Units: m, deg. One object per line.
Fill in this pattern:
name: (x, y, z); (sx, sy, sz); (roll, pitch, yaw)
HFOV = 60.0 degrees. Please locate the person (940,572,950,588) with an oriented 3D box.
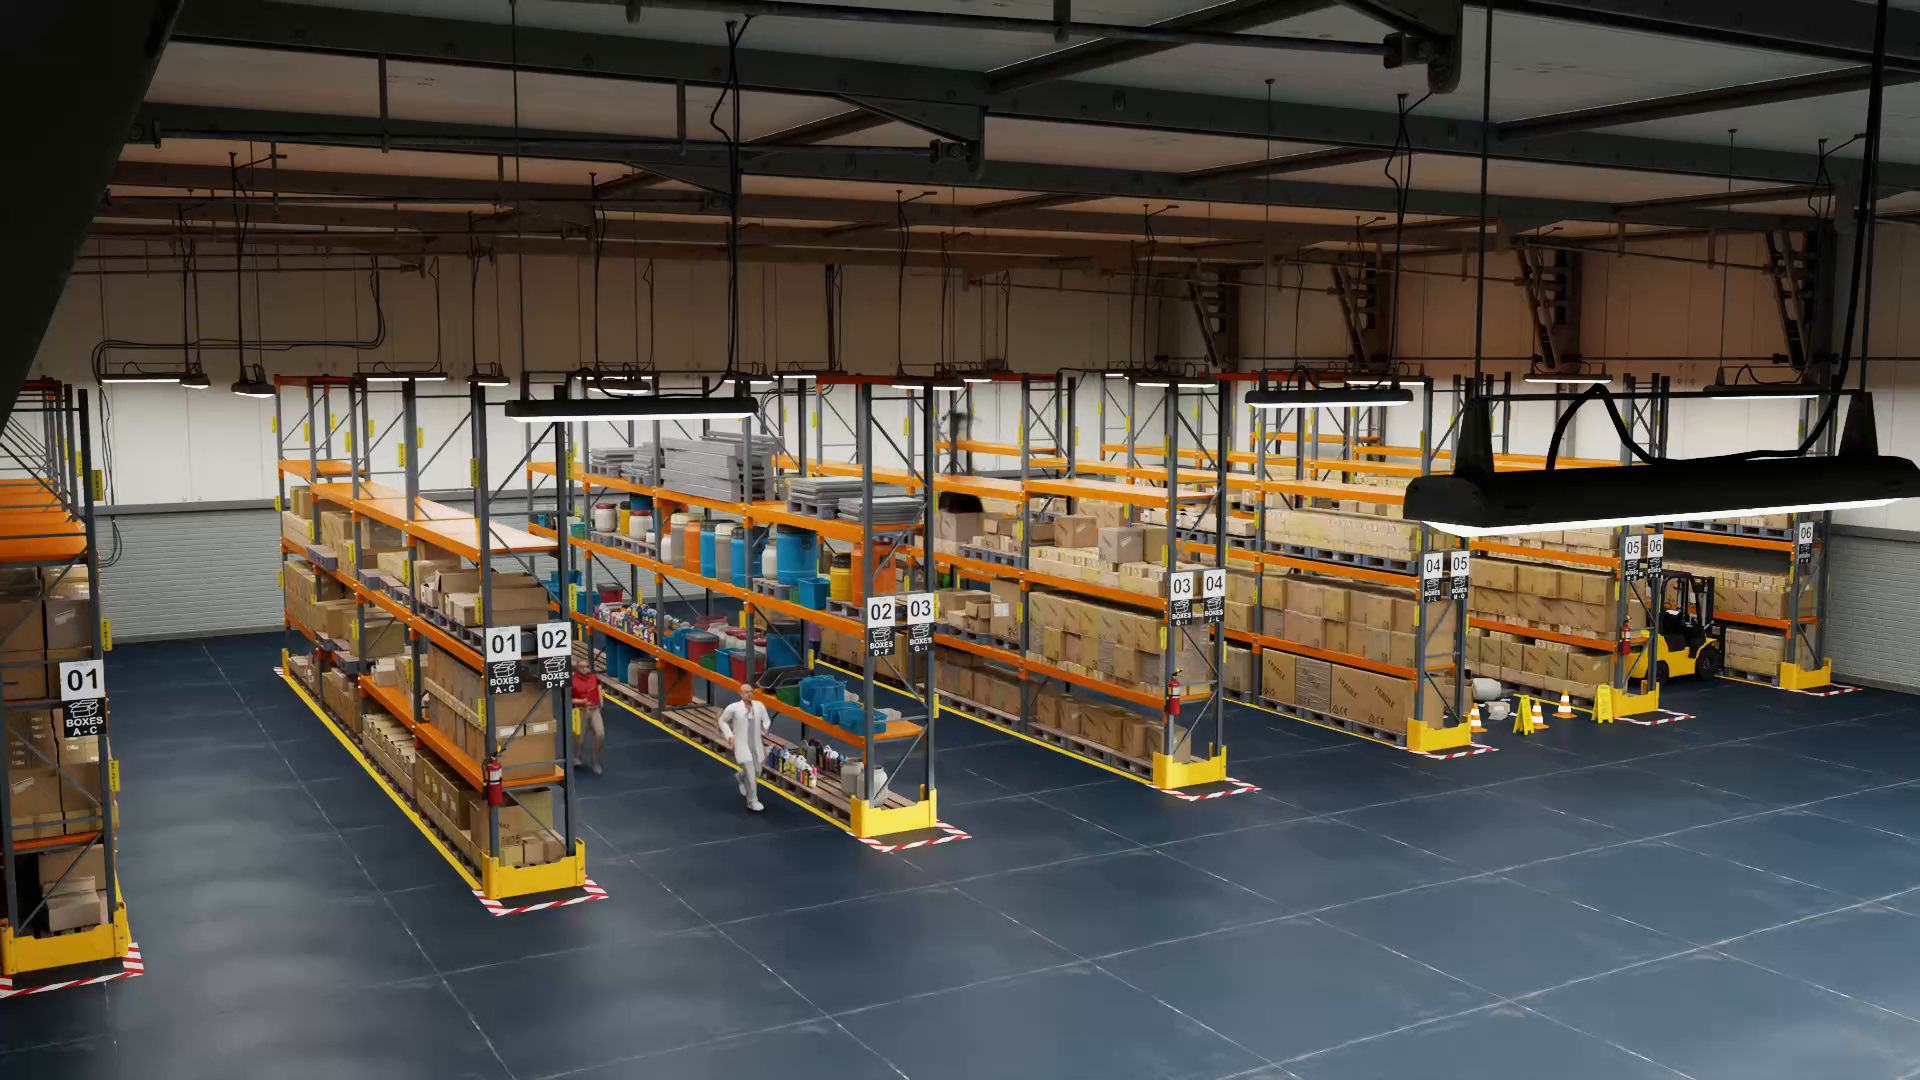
person: (-0.461, 0.777, 42.853); (0.709, 1.726, 0.686); (5, 8, 38)

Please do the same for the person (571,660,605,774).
person: (-5.747, 2.714, 25.554); (0.669, 1.774, 0.770); (-4, 8, -34)

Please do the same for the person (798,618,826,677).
person: (-2.884, 1.992, 32.397); (0.509, 1.647, 0.728); (-4, 7, -32)

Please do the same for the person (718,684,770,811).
person: (-3.017, 2.890, 23.453); (0.711, 1.750, 0.884); (-4, 7, -32)
